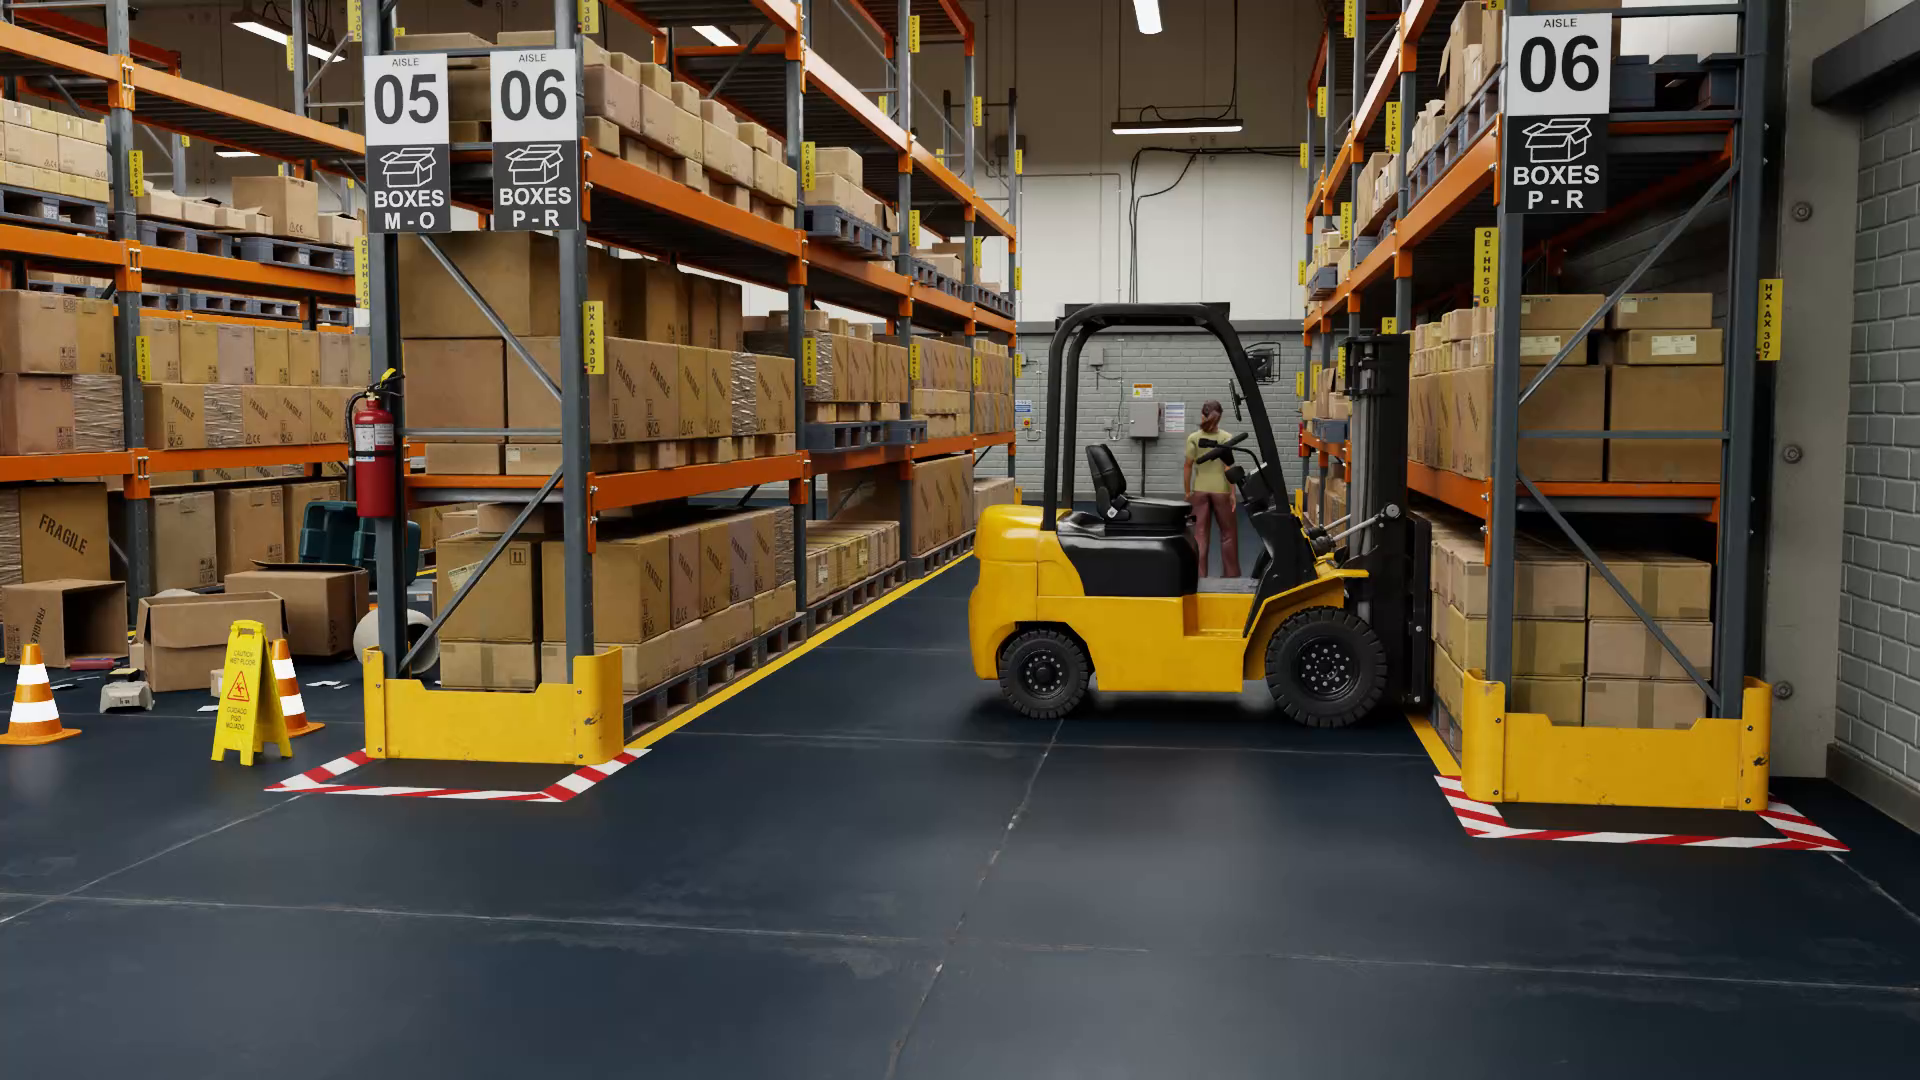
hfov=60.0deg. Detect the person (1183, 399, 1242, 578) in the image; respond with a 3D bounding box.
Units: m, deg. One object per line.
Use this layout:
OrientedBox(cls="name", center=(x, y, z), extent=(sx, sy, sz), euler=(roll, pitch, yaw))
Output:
OrientedBox(cls="person", center=(2.202, -0.378, 14.379), extent=(0.488, 1.671, 0.646), euler=(2, 5, 22))
